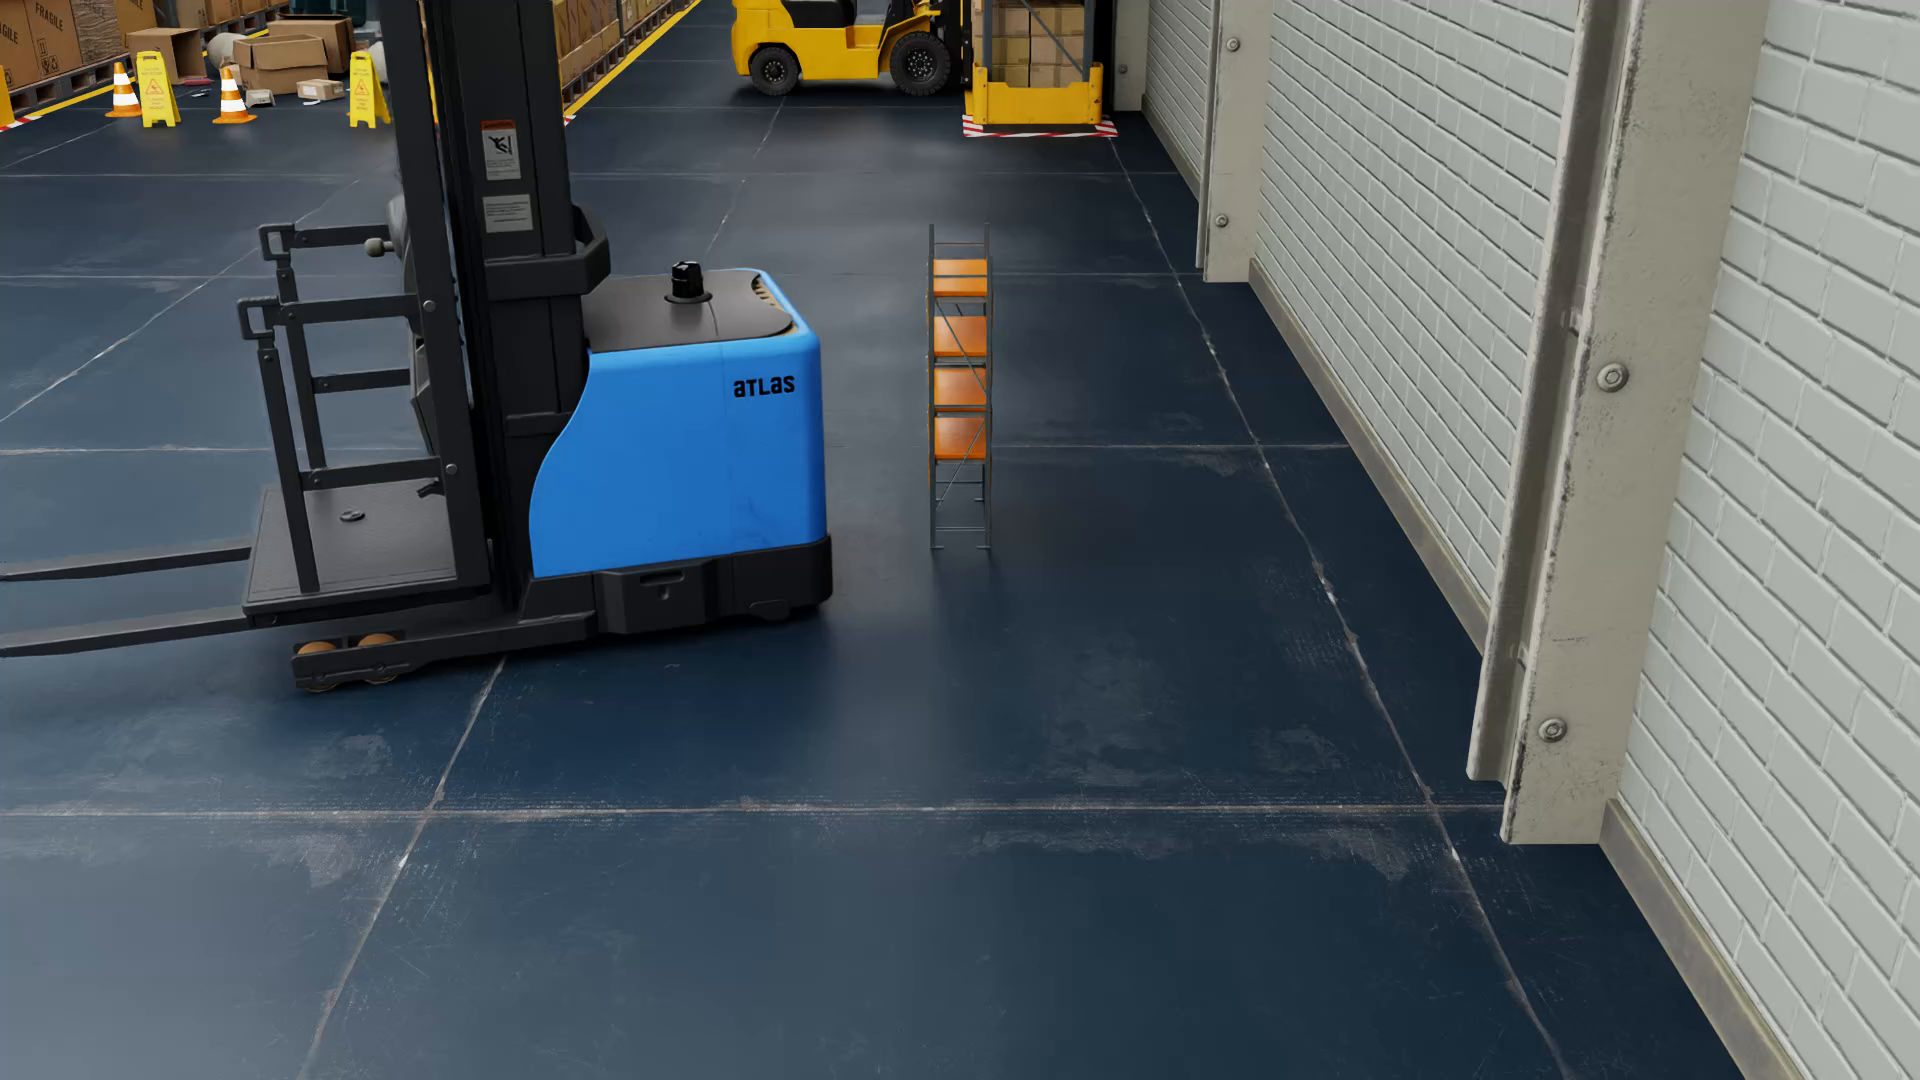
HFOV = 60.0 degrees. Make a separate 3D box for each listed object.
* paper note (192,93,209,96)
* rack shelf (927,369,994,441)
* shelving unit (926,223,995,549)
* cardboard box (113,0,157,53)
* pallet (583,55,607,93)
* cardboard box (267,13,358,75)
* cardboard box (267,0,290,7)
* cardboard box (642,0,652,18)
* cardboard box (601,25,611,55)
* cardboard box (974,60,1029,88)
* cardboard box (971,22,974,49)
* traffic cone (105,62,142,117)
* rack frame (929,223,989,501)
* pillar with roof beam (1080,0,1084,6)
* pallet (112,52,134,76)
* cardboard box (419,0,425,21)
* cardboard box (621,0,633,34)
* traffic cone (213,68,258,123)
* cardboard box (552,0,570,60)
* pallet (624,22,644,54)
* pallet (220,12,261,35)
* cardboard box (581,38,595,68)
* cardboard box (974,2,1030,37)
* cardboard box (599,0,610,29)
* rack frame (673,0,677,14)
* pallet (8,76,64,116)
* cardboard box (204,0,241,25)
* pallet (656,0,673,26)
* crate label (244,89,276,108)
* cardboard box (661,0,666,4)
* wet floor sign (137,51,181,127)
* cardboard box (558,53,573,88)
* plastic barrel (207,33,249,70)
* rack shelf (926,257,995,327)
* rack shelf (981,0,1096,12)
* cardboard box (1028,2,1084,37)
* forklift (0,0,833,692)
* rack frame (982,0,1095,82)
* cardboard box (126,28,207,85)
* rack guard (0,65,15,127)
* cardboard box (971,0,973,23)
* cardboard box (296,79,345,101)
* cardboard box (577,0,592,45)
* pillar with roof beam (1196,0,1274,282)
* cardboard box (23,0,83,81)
[{"bbox_3d":[-7.528,-4.420,16.487,0.144,0.017,0.142,8,26,18],"label":"paper note"},{"bbox_3d":[-0.002,-0.554,6.681,0.258,0.148,0.480,0,24,-1],"label":"rack shelf"},{"bbox_3d":[-0.002,-0.615,6.654,0.258,1.200,0.503,0,24,-1],"label":"shelving unit"},{"bbox_3d":[-9.316,-5.749,17.889,0.875,0.875,0.875,0,24,0],"label":"cardboard box"},{"bbox_3d":[-4.245,-4.798,17.102,1.003,0.211,1.213,0,24,-1],"label":"pallet"},{"bbox_3d":[-6.829,-5.223,17.522,0.797,0.637,0.503,0,24,-1],"label":"cardboard box"},{"bbox_3d":[-9.379,-7.348,21.577,1.050,0.750,0.750,-1,24,-1],"label":"cardboard box"},{"bbox_3d":[-4.333,-6.642,20.474,0.950,0.372,0.625,1,24,1],"label":"cardboard box"},{"bbox_3d":[-4.013,-5.326,17.712,0.500,0.250,0.500,-1,24,-2],"label":"cardboard box"},{"bbox_3d":[0.382,-4.355,15.566,0.500,0.250,0.500,0,24,0],"label":"cardboard box"},{"bbox_3d":[0.364,-5.009,16.406,0.500,0.250,0.500,-1,24,-2],"label":"cardboard box"},{"bbox_3d":[-7.795,-4.206,15.488,0.336,0.463,0.334,0,24,-1],"label":"traffic cone"},{"bbox_3d":[-0.004,-0.715,6.876,0.240,1.200,0.015,0,24,-1],"label":"rack frame"},{"bbox_3d":[-2.773,-10.702,19.492,9.100,9.000,0.400,0,24,-1],"label":"pillar with roof beam"},{"bbox_3d":[-9.322,-5.201,17.993,1.003,0.211,1.213,0,24,-1],"label":"pallet"},{"bbox_3d":[-6.083,-6.035,18.567,0.500,0.500,0.500,0,24,-1],"label":"cardboard box"},{"bbox_3d":[-4.312,-6.059,19.186,0.950,0.372,0.625,0,24,0],"label":"cardboard box"},{"bbox_3d":[-6.661,-4.071,15.190,0.336,0.463,0.334,0,24,-1],"label":"traffic cone"},{"bbox_3d":[-3.993,-4.824,15.694,0.500,0.500,0.500,-1,24,-2],"label":"cardboard box"},{"bbox_3d":[-4.314,-5.899,19.537,1.003,0.211,1.213,0,24,-1],"label":"pallet"},{"bbox_3d":[-9.352,-6.336,20.503,1.003,0.211,1.213,0,24,-1],"label":"pallet"},{"bbox_3d":[-4.009,-4.908,16.789,0.500,0.250,0.500,1,24,3],"label":"cardboard box"},{"bbox_3d":[0.386,-4.807,15.352,0.500,0.250,0.500,1,24,1],"label":"cardboard box"},{"bbox_3d":[-4.022,-5.677,17.579,0.500,0.500,0.500,0,24,0],"label":"cardboard box"},{"bbox_3d":[-4.347,-8.497,21.897,1.000,3.000,0.127,0,24,-1],"label":"rack frame"},{"bbox_3d":[-9.296,-4.195,15.770,1.003,0.211,1.213,0,24,-1],"label":"pallet"},{"bbox_3d":[-9.356,-6.604,19.932,1.050,0.750,0.750,0,24,-1],"label":"cardboard box"},{"bbox_3d":[-4.340,-6.905,21.760,1.003,0.211,1.213,0,24,-1],"label":"pallet"},{"bbox_3d":[-6.732,-4.246,15.972,0.250,0.136,0.298,-14,28,-28],"label":"crate label"},{"bbox_3d":[-4.351,-7.258,21.837,0.950,0.372,0.625,-2,24,-4],"label":"cardboard box"},{"bbox_3d":[-7.229,-4.061,14.946,0.267,0.644,0.232,-4,25,-10],"label":"wet floor sign"},{"bbox_3d":[-3.992,-4.473,15.826,0.500,0.250,0.500,0,24,-1],"label":"cardboard box"},{"bbox_3d":[-7.706,-5.151,17.624,0.512,0.421,0.421,19,30,35],"label":"plastic barrel"},{"bbox_3d":[-0.002,-0.973,6.492,0.258,0.148,0.480,0,24,-1],"label":"rack shelf"},{"bbox_3d":[0.681,-5.721,16.632,1.077,0.370,4.000,0,24,-1],"label":"rack shelf"},{"bbox_3d":[0.887,-4.817,15.375,0.500,0.250,0.500,-1,24,-1],"label":"cardboard box"},{"bbox_3d":[-2.045,-1.065,5.549,3.031,2.935,1.130,-7,25,-16],"label":"forklift"},{"bbox_3d":[0.703,-5.224,14.661,1.000,3.000,0.127,0,24,-1],"label":"rack frame"},{"bbox_3d":[-8.209,-5.012,17.222,0.500,0.500,0.500,4,25,9],"label":"cardboard box"},{"bbox_3d":[-9.208,-3.988,14.961,1.175,0.500,0.348,0,24,-1],"label":"rack guard"},{"bbox_3d":[0.359,-5.225,16.277,0.500,0.250,0.500,0,24,0],"label":"cardboard box"},{"bbox_3d":[-6.294,-4.432,16.370,0.380,0.149,0.250,13,27,27],"label":"cardboard box"},{"bbox_3d":[-4.001,-5.246,16.627,0.500,0.500,0.500,0,24,0],"label":"cardboard box"},{"bbox_3d":[-2.642,-5.757,8.559,9.100,9.000,0.400,0,24,-1],"label":"pillar with roof beam"},{"bbox_3d":[-9.294,-5.002,16.238,0.875,0.875,0.875,-1,24,-1],"label":"cardboard box"}]
